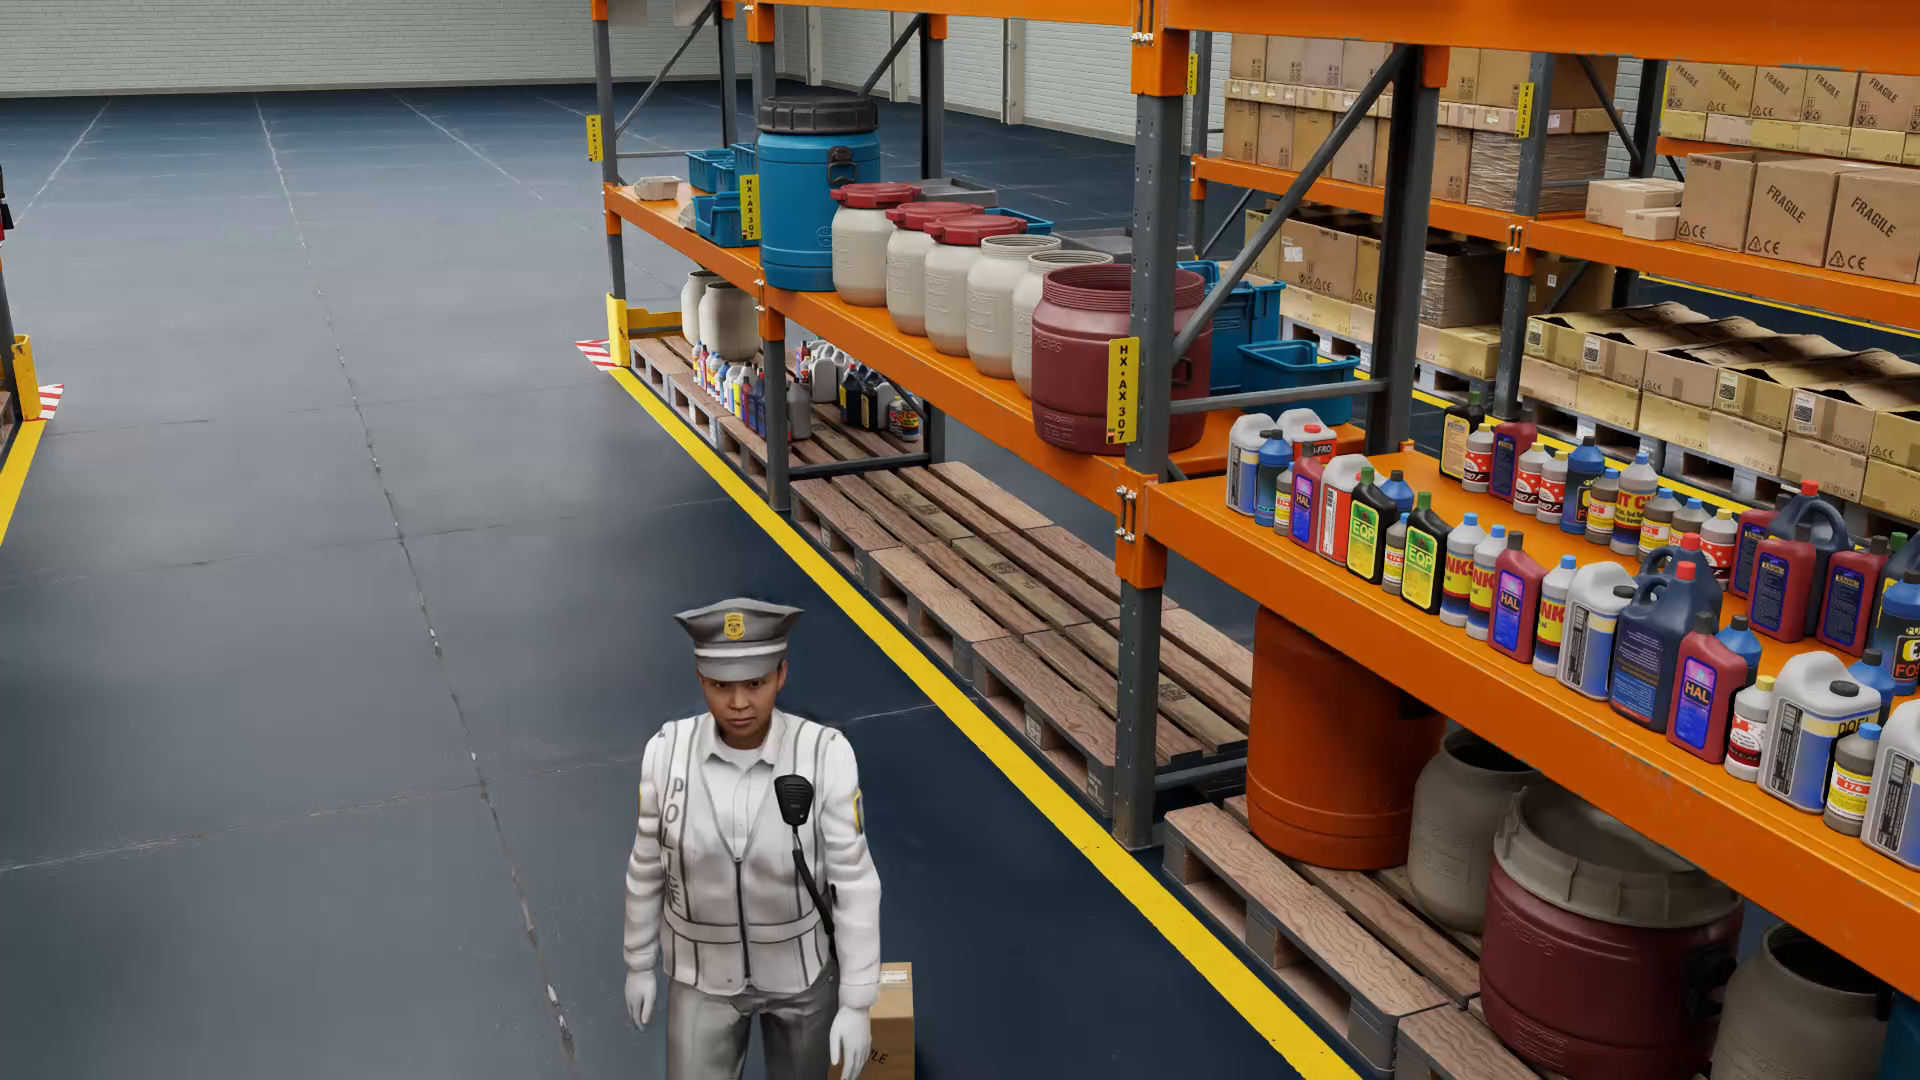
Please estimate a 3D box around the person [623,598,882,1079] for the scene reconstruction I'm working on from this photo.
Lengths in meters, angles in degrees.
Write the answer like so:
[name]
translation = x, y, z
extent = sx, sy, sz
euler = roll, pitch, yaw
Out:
[person]
translation = -0.426, 0.926, 3.388
extent = 0.540, 1.741, 0.642
euler = -1, 19, -3
